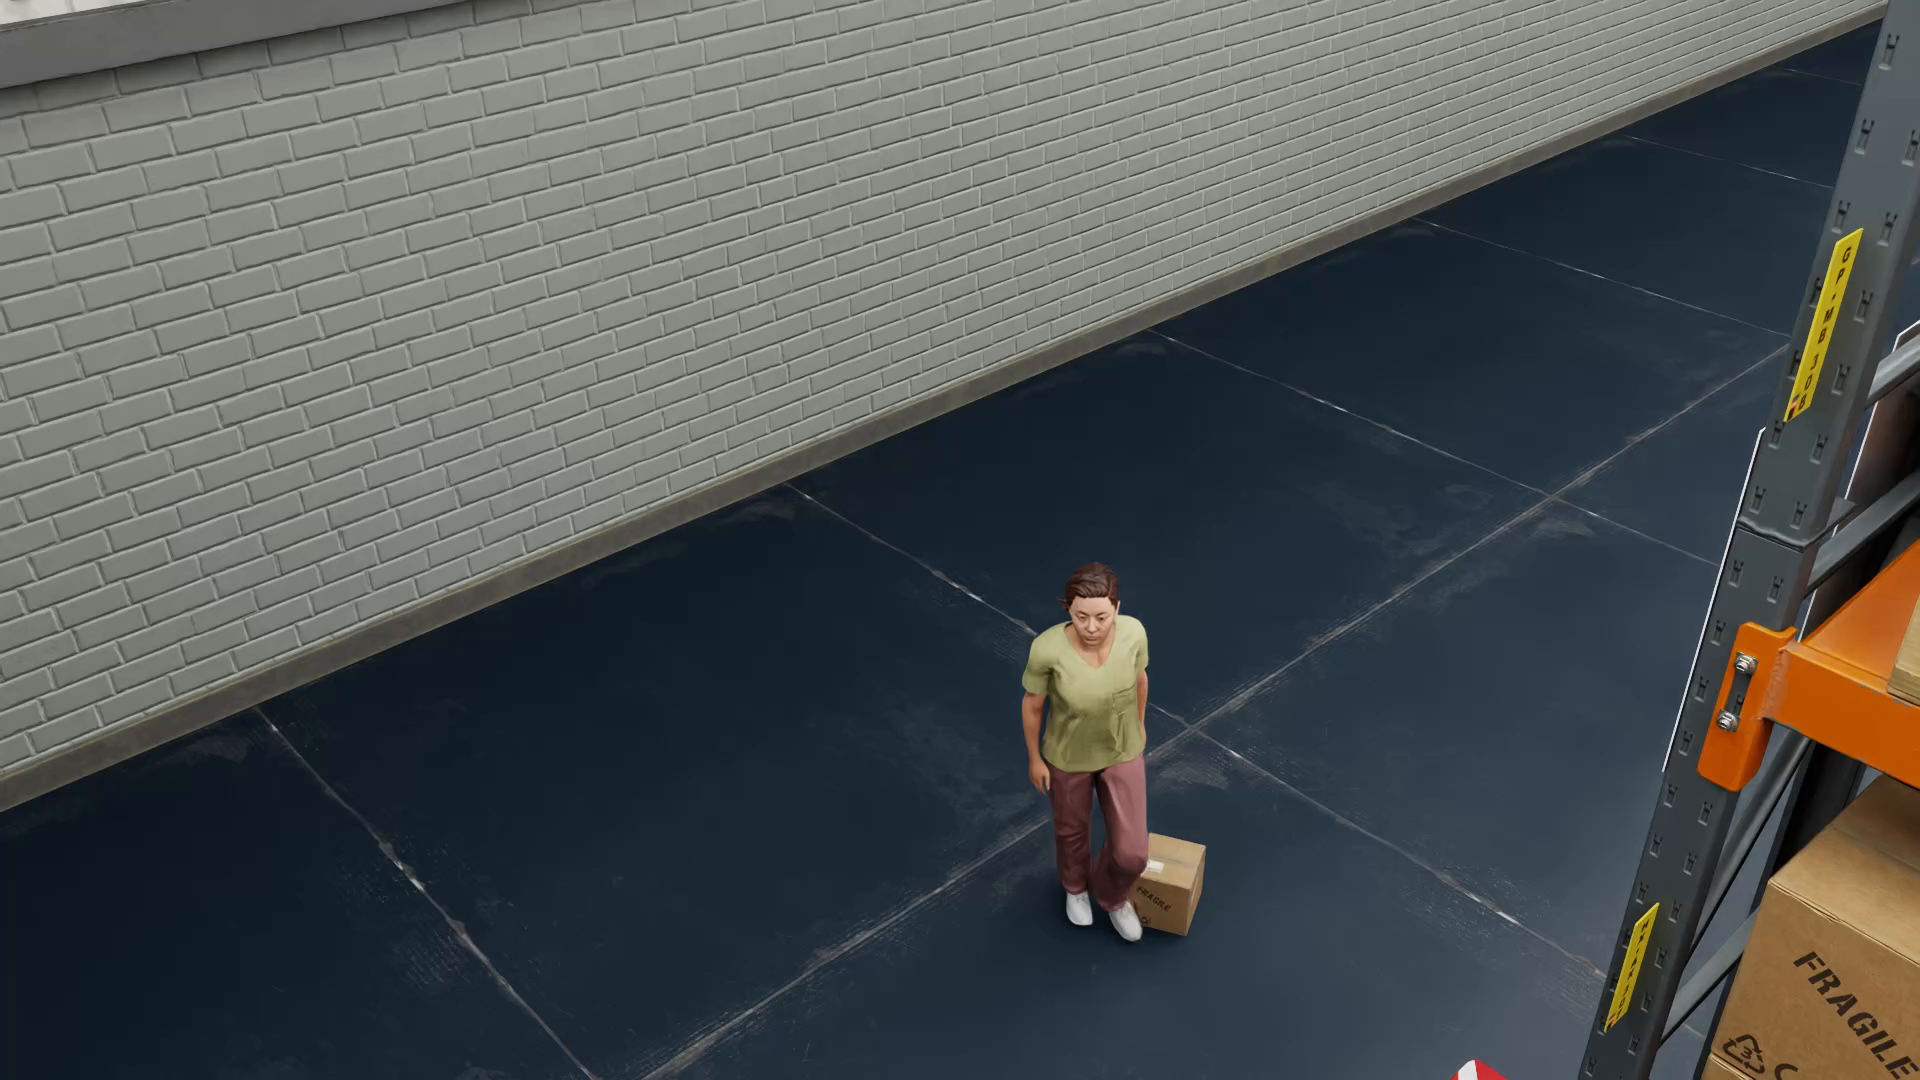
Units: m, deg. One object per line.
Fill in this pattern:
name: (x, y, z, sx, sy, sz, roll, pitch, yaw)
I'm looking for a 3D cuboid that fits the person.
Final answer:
person: (0.445, 0.753, 5.897, 0.474, 1.651, 0.520, -2, 32, -4)
